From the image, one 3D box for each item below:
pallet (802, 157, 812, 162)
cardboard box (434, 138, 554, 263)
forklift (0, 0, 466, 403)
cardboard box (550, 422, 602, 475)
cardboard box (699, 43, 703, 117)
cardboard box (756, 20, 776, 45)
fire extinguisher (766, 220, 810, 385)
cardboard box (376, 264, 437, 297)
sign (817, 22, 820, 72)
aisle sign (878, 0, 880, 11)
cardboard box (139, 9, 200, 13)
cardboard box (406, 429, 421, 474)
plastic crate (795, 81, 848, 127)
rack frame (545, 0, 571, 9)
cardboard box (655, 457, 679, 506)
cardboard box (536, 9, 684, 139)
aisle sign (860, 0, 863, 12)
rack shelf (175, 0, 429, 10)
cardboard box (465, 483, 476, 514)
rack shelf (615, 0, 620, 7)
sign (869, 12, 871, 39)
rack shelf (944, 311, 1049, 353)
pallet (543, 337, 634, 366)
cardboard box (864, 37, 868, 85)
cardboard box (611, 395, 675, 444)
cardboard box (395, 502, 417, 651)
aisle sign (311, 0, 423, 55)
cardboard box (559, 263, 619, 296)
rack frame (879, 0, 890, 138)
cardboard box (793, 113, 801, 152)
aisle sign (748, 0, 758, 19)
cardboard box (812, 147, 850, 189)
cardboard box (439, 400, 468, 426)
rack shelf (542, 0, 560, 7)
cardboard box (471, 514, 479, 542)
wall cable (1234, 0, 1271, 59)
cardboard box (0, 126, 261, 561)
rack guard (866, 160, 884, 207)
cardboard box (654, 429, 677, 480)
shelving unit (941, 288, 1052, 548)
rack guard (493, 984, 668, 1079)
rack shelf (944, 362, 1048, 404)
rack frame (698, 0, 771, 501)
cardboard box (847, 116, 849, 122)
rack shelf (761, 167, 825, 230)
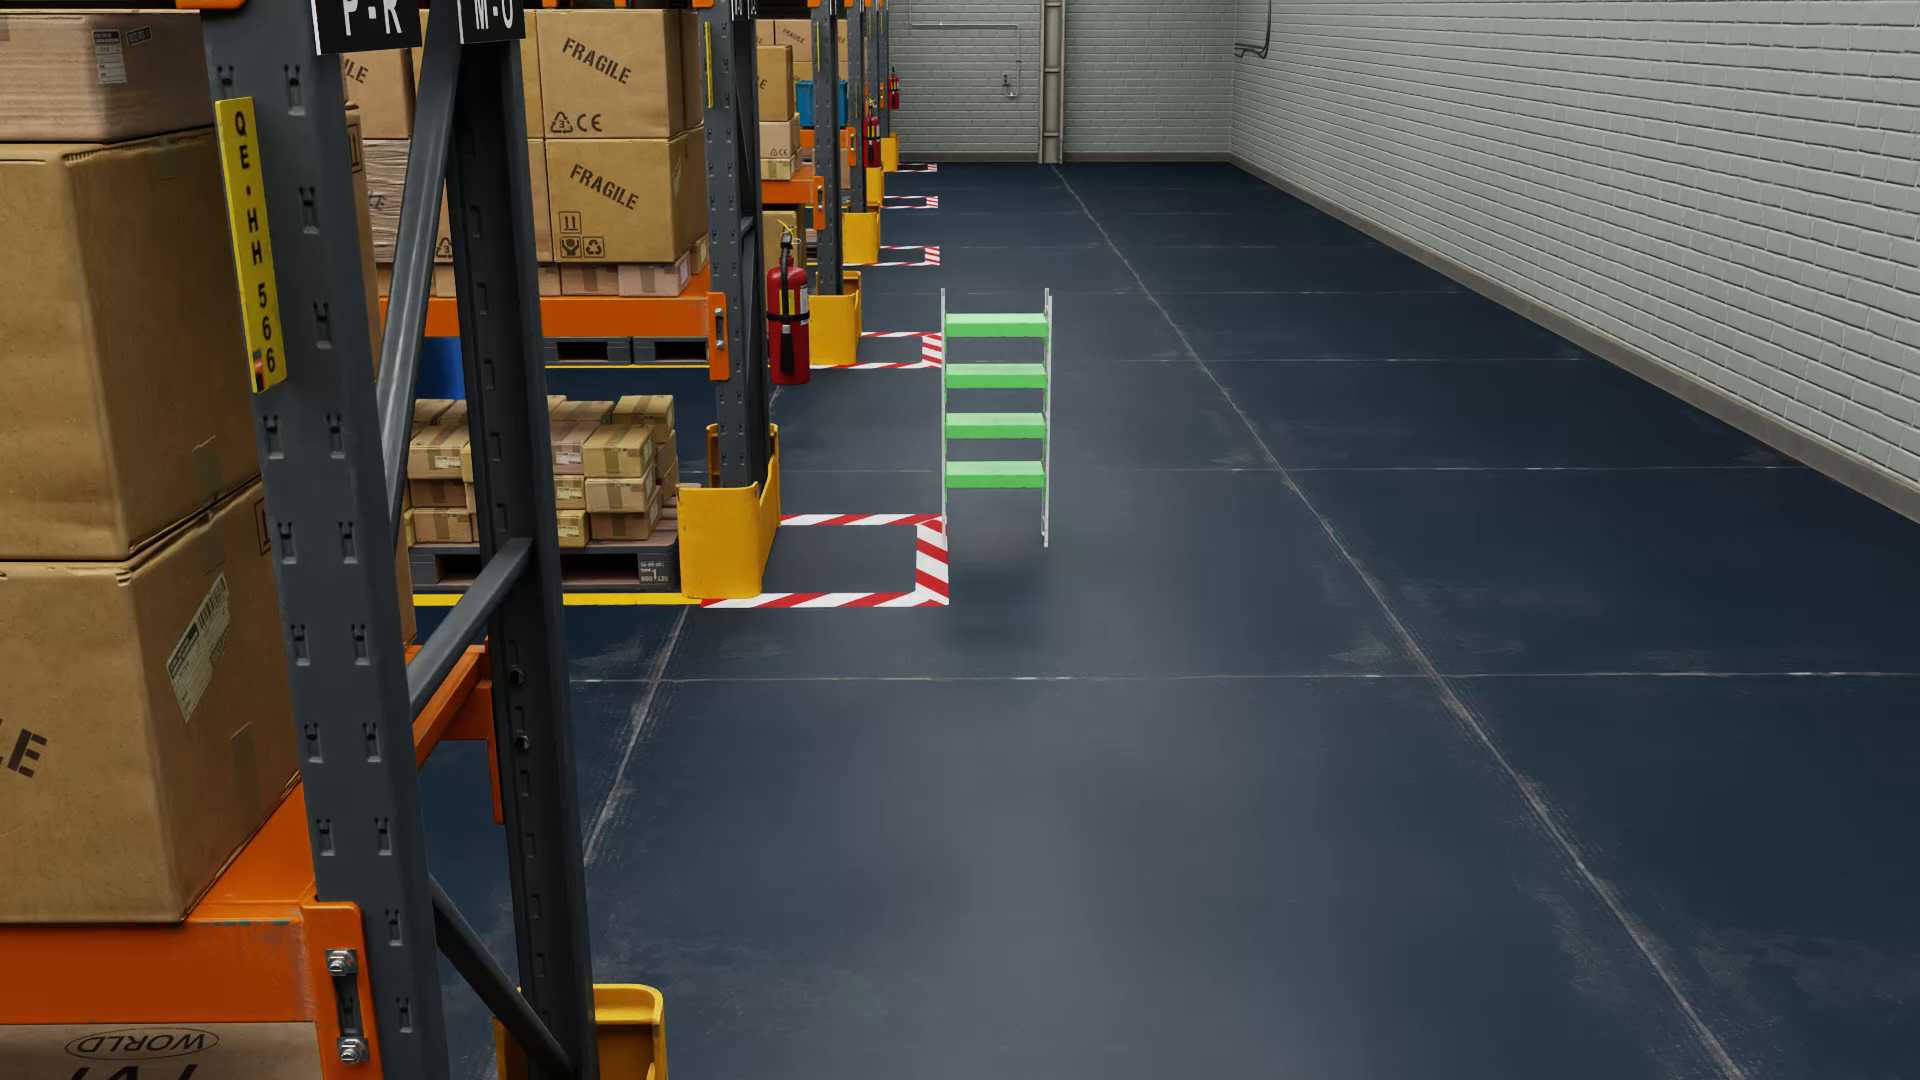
[{"bbox_3d":[-1.992,-6.048,26.556,1.213,0.211,1.003,0,18,-1],"label":"pallet"},{"bbox_3d":[-1.942,-1.457,7.029,0.500,0.500,0.500,-1,18,-2],"label":"cardboard box"},{"bbox_3d":[-4.220,-1.739,8.669,3.031,2.935,1.130,-3,18,-10],"label":"forklift"},{"bbox_3d":[-1.759,-0.412,7.426,0.250,0.149,0.380,0,18,0],"label":"cardboard box"},{"bbox_3d":[-1.943,-3.370,12.173,0.500,0.500,0.500,-1,18,-2],"label":"cardboard box"},{"bbox_3d":[-2.576,-6.322,21.043,0.500,0.500,0.500,0,18,1],"label":"cardboard box"},{"bbox_3d":[-0.723,-0.996,6.977,0.183,0.674,0.296,0,18,-1],"label":"fire extinguisher"},{"bbox_3d":[-2.322,-1.146,7.121,0.250,0.149,0.380,-1,18,-3],"label":"cardboard box"},{"bbox_3d":[-0.964,-3.363,11.338,0.005,0.325,0.100,0,18,-1],"label":"sign"},{"bbox_3d":[-1.048,-7.218,21.383,0.004,0.787,0.394,0,18,-1],"label":"aisle sign"},{"bbox_3d":[-2.991,-1.926,6.852,0.500,0.500,0.500,-1,18,-3],"label":"cardboard box"},{"bbox_3d":[-2.544,-0.372,7.301,0.250,0.149,0.380,0,18,1],"label":"cardboard box"},{"bbox_3d":[-1.369,-4.364,16.586,0.499,0.435,0.616,0,18,-1],"label":"plastic crate"},{"bbox_3d":[-5.111,-5.871,21.440,0.127,3.000,1.000,0,18,-1],"label":"rack frame"},{"bbox_3d":[-1.511,-0.287,8.012,0.250,0.149,0.380,0,18,0],"label":"cardboard box"},{"bbox_3d":[-1.435,-1.937,6.887,0.500,0.500,0.500,-1,18,-2],"label":"cardboard box"},{"bbox_3d":[-0.961,-5.526,16.109,0.004,0.787,0.394,0,18,-1],"label":"aisle sign"},{"bbox_3d":[-2.802,-0.914,2.255,4.000,0.370,1.077,0,18,-1],"label":"rack shelf"},{"bbox_3d":[-2.025,-0.241,7.381,0.250,0.149,0.380,-1,18,-3],"label":"cardboard box"},{"bbox_3d":[-7.193,-8.460,25.778,4.000,0.370,1.077,0,18,-1],"label":"rack shelf"},{"bbox_3d":[-1.123,-6.423,20.746,0.005,0.325,0.100,0,18,-1],"label":"sign"},{"bbox_3d":[0.166,-0.968,7.740,0.480,0.148,0.258,0,18,-1],"label":"rack shelf"},{"bbox_3d":[-2.974,-1.504,12.392,1.213,0.211,1.003,0,18,-1],"label":"pallet"},{"bbox_3d":[-1.703,-7.541,26.153,0.700,0.700,0.980,1,18,2],"label":"cardboard box"},{"bbox_3d":[-1.511,-0.577,7.940,0.250,0.149,0.380,-1,18,-3],"label":"cardboard box"},{"bbox_3d":[-1.287,0.029,2.884,0.500,0.500,0.500,0,18,-1],"label":"cardboard box"},{"bbox_3d":[-0.726,-0.982,1.942,0.004,0.787,0.394,0,18,-1],"label":"aisle sign"},{"bbox_3d":[-1.553,-1.152,7.141,0.250,0.149,0.380,0,18,-1],"label":"cardboard box"},{"bbox_3d":[-1.194,-7.404,26.216,0.127,3.000,1.000,0,18,-1],"label":"rack frame"},{"bbox_3d":[-1.443,-3.015,12.295,0.500,0.250,0.500,-1,18,-2],"label":"cardboard box"},{"bbox_3d":[-0.913,-2.679,7.234,0.004,0.787,0.394,0,18,-1],"label":"aisle sign"},{"bbox_3d":[-1.651,-4.832,21.572,0.500,0.500,0.500,0,18,-1],"label":"cardboard box"},{"bbox_3d":[-2.285,-0.550,7.857,0.250,0.149,0.380,-1,18,-4],"label":"cardboard box"},{"bbox_3d":[-7.111,-6.947,21.061,4.000,0.370,1.077,0,18,-1],"label":"rack shelf"},{"bbox_3d":[-2.026,-0.119,7.487,0.250,0.149,0.380,0,18,-1],"label":"cardboard box"},{"bbox_3d":[4.467,-8.700,25.519,0.112,2.526,3.097,0,18,-1],"label":"wall cable"},{"bbox_3d":[-1.281,-0.287,2.231,0.500,0.500,0.500,0,18,1],"label":"cardboard box"},{"bbox_3d":[-1.188,-4.700,21.880,0.348,0.500,1.175,0,18,-1],"label":"rack guard"},{"bbox_3d":[-1.510,-0.410,7.907,0.250,0.149,0.380,0,18,1],"label":"cardboard box"},{"bbox_3d":[0.166,-0.572,7.867,0.503,1.200,0.258,0,18,-1],"label":"shelving unit"},{"bbox_3d":[-0.779,1.352,3.015,0.348,0.500,1.175,0,18,-1],"label":"rack guard"},{"bbox_3d":[0.166,-0.740,7.813,0.480,0.148,0.258,0,18,-1],"label":"rack shelf"},{"bbox_3d":[-0.982,-1.350,7.344,0.127,3.000,1.000,0,18,-1],"label":"rack frame"},{"bbox_3d":[-1.770,-6.750,26.521,0.250,0.149,0.380,0,18,0],"label":"cardboard box"},{"bbox_3d":[-2.959,-2.513,12.148,4.000,0.370,1.077,0,18,-1],"label":"rack shelf"}]
